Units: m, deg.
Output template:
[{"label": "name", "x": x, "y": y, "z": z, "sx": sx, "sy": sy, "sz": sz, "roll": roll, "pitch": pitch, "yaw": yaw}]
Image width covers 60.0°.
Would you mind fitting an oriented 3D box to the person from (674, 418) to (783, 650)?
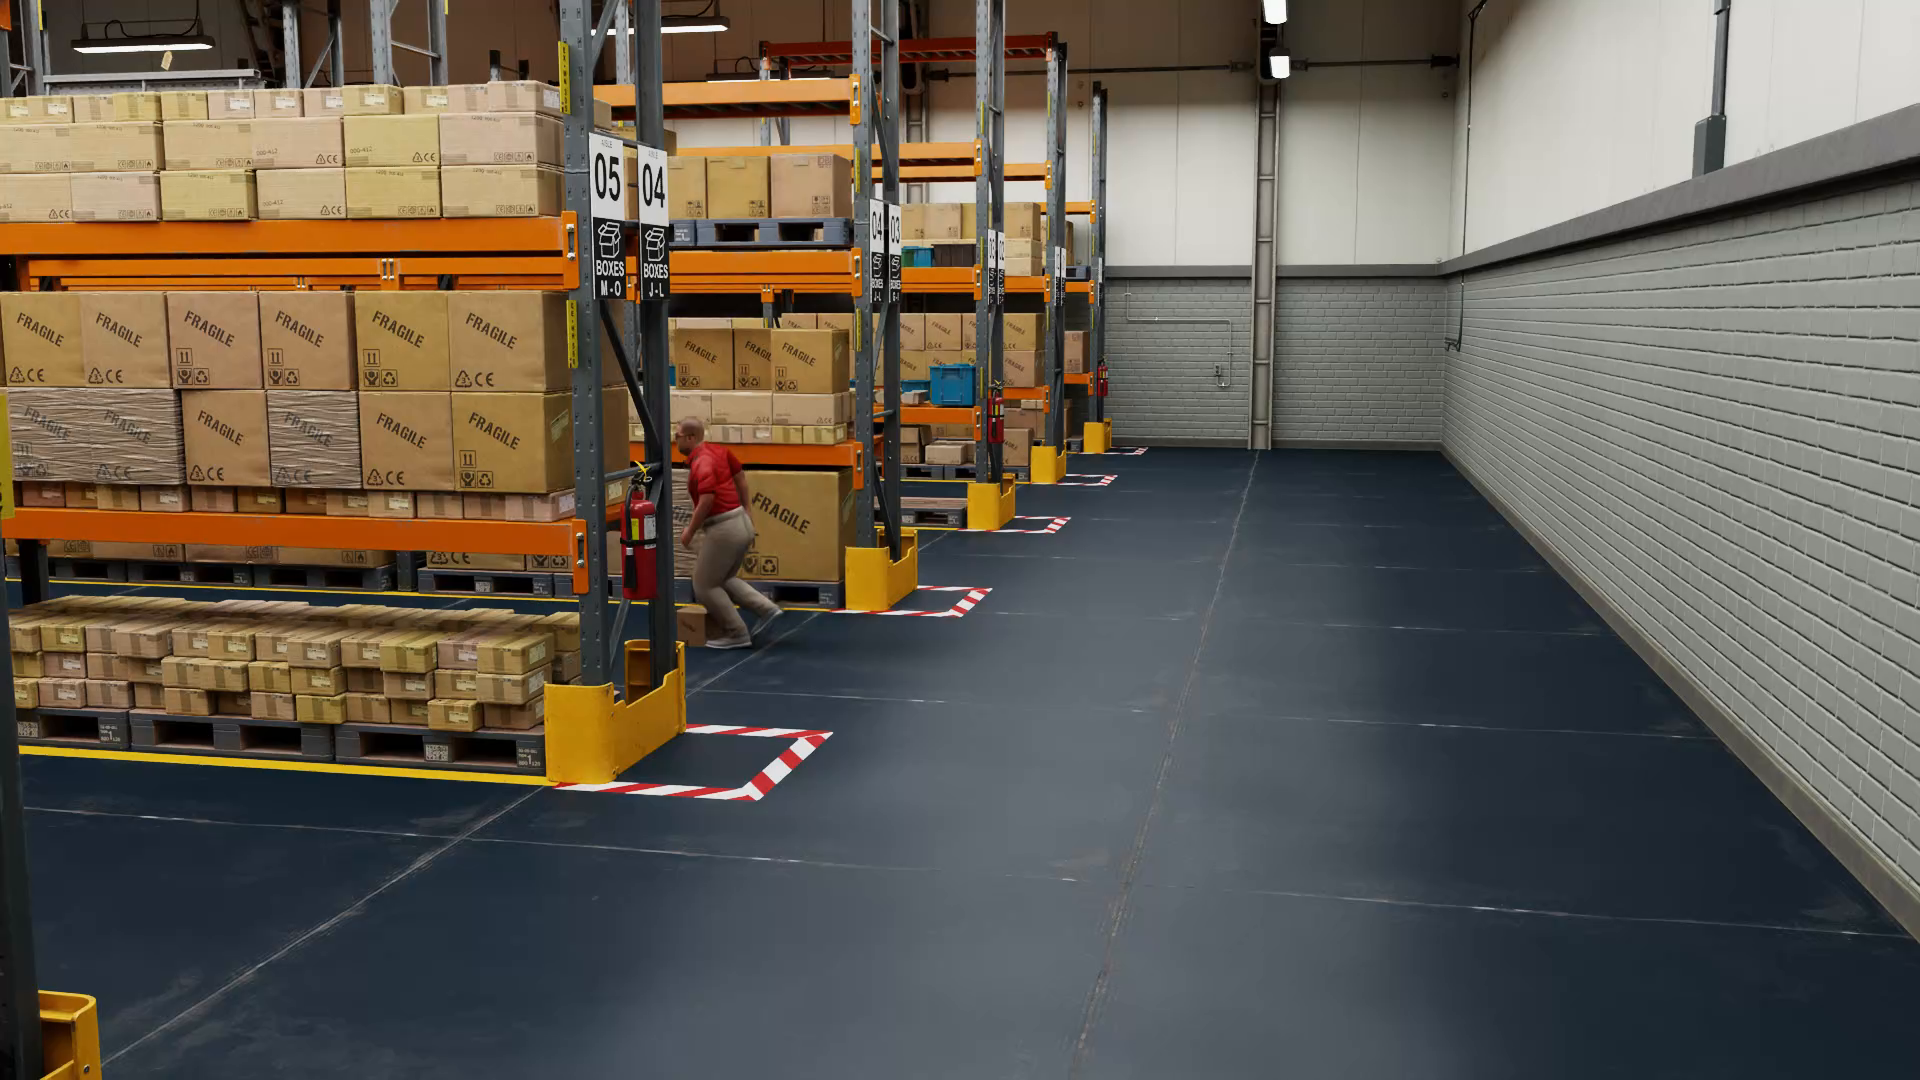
[{"label": "person", "x": -1.613, "y": -0.046, "z": 11.603, "sx": 0.711, "sy": 1.619, "sz": 0.734, "roll": 1, "pitch": 8, "yaw": 6}]
